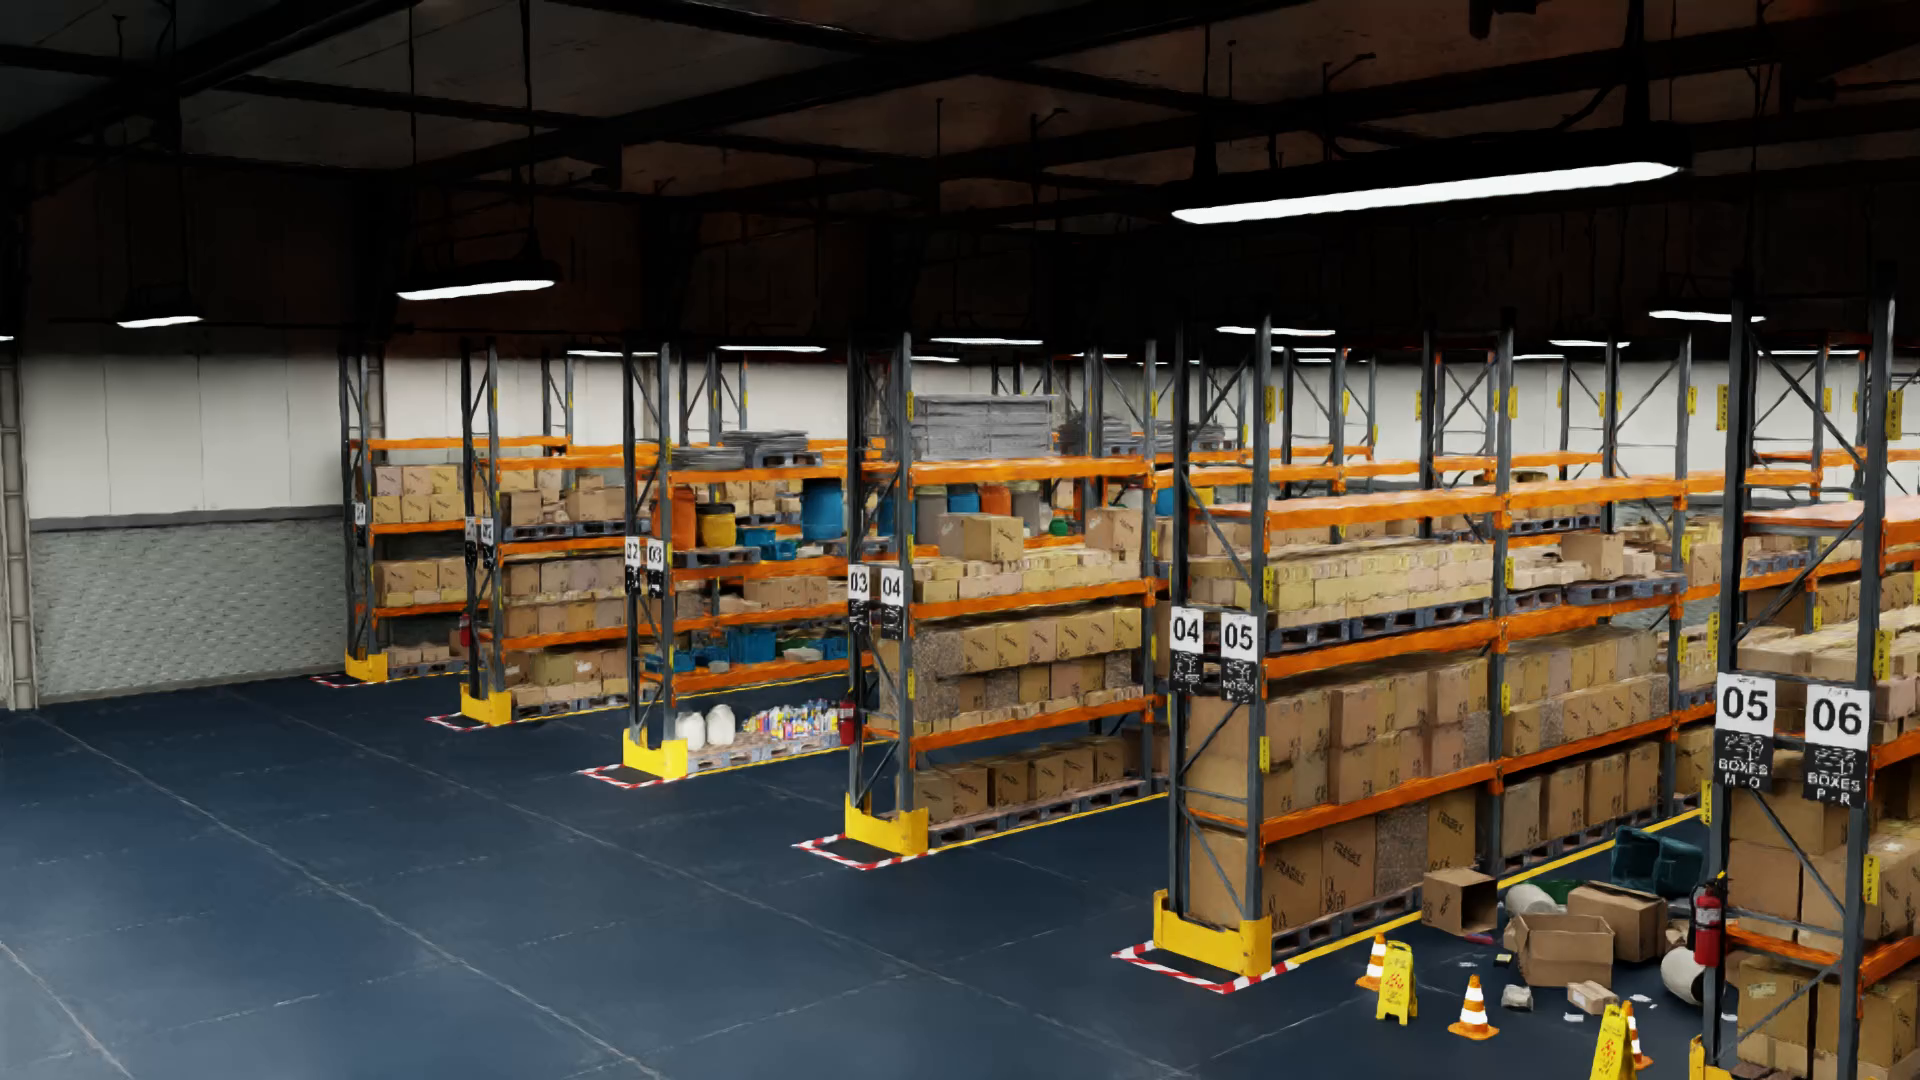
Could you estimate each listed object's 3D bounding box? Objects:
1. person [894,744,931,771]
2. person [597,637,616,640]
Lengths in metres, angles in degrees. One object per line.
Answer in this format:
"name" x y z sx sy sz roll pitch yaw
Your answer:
"person" -0.618 2.429 21.629 0.532 1.621 0.592 -5 7 -44
"person" -6.260 1.666 29.481 0.552 1.742 0.677 -5 7 -43
